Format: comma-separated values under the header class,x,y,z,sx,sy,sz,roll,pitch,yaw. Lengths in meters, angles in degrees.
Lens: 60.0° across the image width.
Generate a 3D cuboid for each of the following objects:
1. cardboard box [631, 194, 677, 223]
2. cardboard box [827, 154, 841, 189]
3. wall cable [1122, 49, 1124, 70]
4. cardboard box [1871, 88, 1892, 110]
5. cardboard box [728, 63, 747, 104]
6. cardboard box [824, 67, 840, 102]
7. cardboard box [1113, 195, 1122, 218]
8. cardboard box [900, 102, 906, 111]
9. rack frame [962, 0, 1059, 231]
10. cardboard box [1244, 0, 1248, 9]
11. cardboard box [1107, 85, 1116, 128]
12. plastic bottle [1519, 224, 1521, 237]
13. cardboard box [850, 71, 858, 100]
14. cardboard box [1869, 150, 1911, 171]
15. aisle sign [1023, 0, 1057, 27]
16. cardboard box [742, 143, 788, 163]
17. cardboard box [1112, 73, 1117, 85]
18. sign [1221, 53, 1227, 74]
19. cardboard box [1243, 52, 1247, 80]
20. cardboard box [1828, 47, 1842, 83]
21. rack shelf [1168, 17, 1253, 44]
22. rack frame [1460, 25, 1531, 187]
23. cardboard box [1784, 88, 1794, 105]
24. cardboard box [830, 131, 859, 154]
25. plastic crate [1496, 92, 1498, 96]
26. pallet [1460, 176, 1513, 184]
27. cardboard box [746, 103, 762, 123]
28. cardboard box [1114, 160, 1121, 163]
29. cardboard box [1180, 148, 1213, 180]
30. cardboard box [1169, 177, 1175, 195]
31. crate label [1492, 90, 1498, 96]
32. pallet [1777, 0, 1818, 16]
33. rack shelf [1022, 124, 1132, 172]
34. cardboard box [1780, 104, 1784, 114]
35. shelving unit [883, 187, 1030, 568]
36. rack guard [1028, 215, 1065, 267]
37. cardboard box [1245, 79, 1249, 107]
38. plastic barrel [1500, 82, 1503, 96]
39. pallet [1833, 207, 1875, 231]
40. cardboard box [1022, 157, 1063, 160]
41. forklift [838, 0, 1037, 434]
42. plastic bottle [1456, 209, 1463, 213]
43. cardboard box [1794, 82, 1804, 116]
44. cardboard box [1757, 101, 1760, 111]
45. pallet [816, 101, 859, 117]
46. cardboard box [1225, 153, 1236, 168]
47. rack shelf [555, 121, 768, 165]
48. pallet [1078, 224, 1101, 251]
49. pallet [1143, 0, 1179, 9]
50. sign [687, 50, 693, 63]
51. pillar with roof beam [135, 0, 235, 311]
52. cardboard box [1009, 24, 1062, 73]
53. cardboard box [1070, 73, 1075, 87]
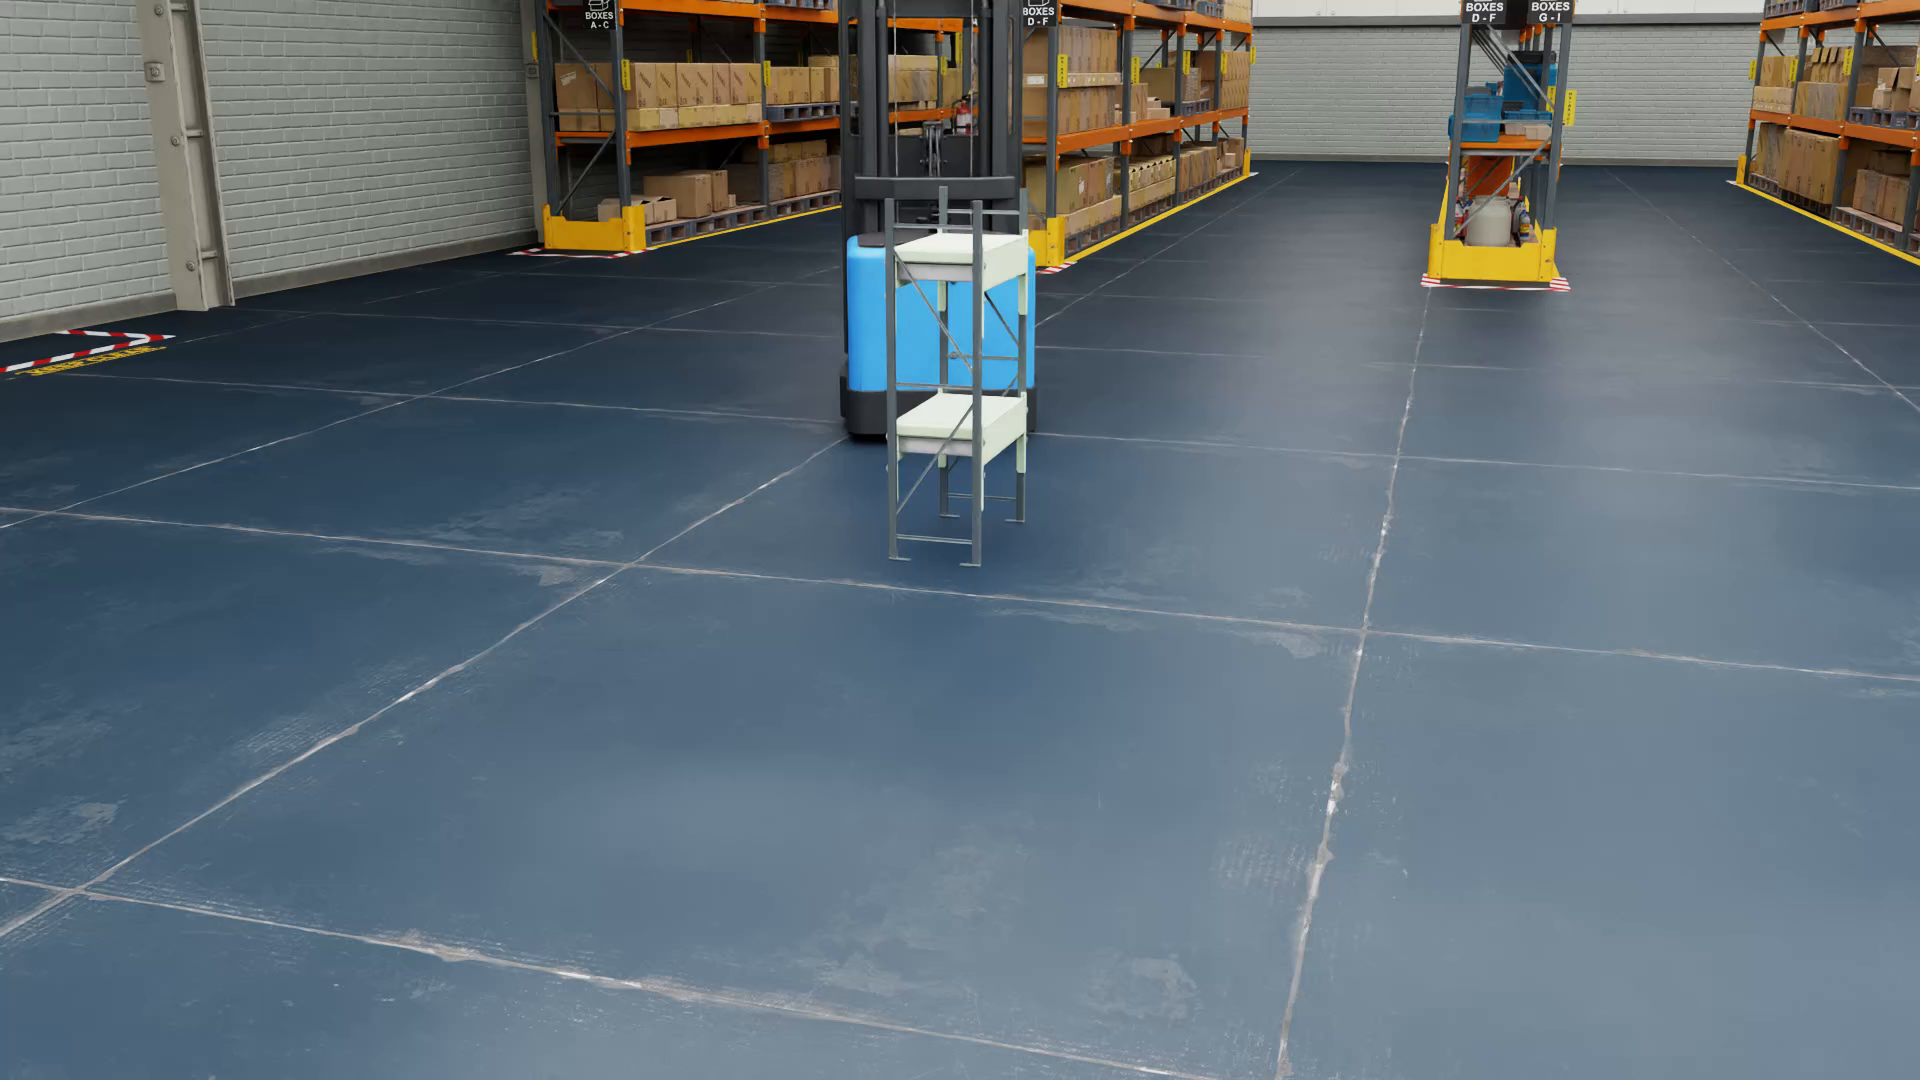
class,x,y,z,sx,sy,sz,roll,pitch,yaw
cardboard box,-3.785,-4.028,20.156,0.500,0.311,0.500,6,17,20
cardboard box,-2.111,-5.697,25.692,0.700,0.500,0.500,5,17,17
wall cable,2.267,-11.817,38.192,3.097,2.526,0.112,5,16,16
cardboard box,11.594,-5.437,20.506,0.500,0.250,0.500,4,16,14
cardboard box,-3.068,-5.853,21.332,0.500,0.500,0.500,5,16,16
cardboard box,-2.214,-6.868,25.056,0.700,0.500,0.500,3,16,11
cardboard box,1.735,-4.191,20.879,0.500,0.250,0.500,5,16,16
cardboard box,-1.134,-7.307,28.019,0.380,0.149,0.250,5,17,18
rack frame,0.520,-4.404,17.359,1.000,3.000,0.127,5,16,16
cardboard box,5.024,-9.916,30.655,0.500,0.250,0.500,5,16,16
cardboard box,1.537,-5.382,20.624,0.700,0.500,0.500,4,16,14
plastic bottle,6.112,-3.362,18.006,0.097,0.201,0.097,0,16,0
cardboard box,-1.573,-7.188,26.410,0.500,0.500,0.500,5,17,18
cardboard box,12.129,-4.920,21.579,0.500,0.250,0.500,5,17,18
aisle sign,0.795,-5.614,16.860,0.394,0.787,0.004,5,16,16
cardboard box,-2.778,-5.513,23.669,0.500,0.250,0.500,4,16,15
cardboard box,1.713,-5.658,20.409,0.380,0.149,0.250,4,16,15
sign,4.464,-8.058,28.121,0.100,0.325,0.005,5,16,16
cardboard box,5.062,-8.849,31.015,0.500,0.500,0.500,5,17,17
cardboard box,12.886,-6.795,23.766,0.797,0.503,0.637,5,17,18
rack shelf,4.499,-9.164,29.961,1.077,0.370,4.000,5,16,16
rack frame,8.679,-7.158,27.070,1.000,3.000,0.127,5,16,16
cardboard box,13.301,-6.981,26.175,0.500,0.250,0.500,4,16,15
cardboard box,-1.622,-6.230,26.967,0.750,0.750,0.750,4,16,15
plastic crate,9.289,-7.515,28.436,0.437,0.282,0.530,5,16,16
pallet,8.850,-6.012,28.139,1.003,0.211,1.213,5,16,16
cardboard box,-2.937,-5.624,21.897,0.500,0.250,0.500,5,16,16
cardboard box,2.075,-5.260,23.620,0.500,0.311,0.500,4,16,14
cardboard box,3.917,-6.273,27.721,0.500,0.500,0.500,5,16,16
cardboard box,2.878,-5.220,24.504,0.500,0.250,0.500,5,17,17
crate label,7.000,-5.890,22.533,0.502,0.435,0.616,5,16,16
pallet,14.018,-8.706,27.192,1.003,0.211,1.213,5,16,16
rack shelf,1.089,-4.581,19.302,1.077,0.370,4.000,5,16,16
cardboard box,13.346,-6.893,26.595,0.380,0.149,0.250,4,16,15
shelving unit,-0.002,-0.720,7.119,0.431,1.500,0.755,5,16,16
rack guard,0.514,-3.195,17.678,1.175,0.500,0.348,5,16,16
cardboard box,5.201,-8.500,31.616,0.500,0.500,0.500,5,17,18
plastic barrel,7.219,-5.669,21.571,0.433,0.535,0.433,0,16,0
pallet,12.067,-4.182,21.686,1.003,0.211,1.213,5,16,16
cardboard box,0.941,-4.332,20.000,0.500,0.500,0.500,5,16,16
forklift,-0.189,-2.338,10.201,1.130,2.935,3.031,-1,16,-4
plastic bottle,5.507,-3.535,18.480,0.152,0.276,0.135,4,16,14
cardboard box,13.057,-6.721,25.346,0.500,0.500,0.500,5,16,16
cardboard box,14.003,-7.498,28.729,0.380,0.149,0.250,4,16,15
pallet,-2.057,-6.593,25.429,1.213,0.211,1.003,5,16,16
cardboard box,4.850,-7.071,30.995,0.500,0.250,0.500,5,16,16
rack shelf,-3.662,-4.964,20.653,1.077,0.370,4.000,5,16,16
pallet,1.046,-3.584,19.578,1.003,0.211,1.213,5,16,16
pallet,2.372,-7.372,22.672,1.003,0.211,1.213,5,17,18
sign,-3.627,-6.433,22.390,0.100,0.325,0.005,5,16,16
pillar with roof beam,-2.438,-6.020,12.062,9.100,9.000,0.400,5,16,16
cardboard box,0.680,-5.211,17.644,0.700,0.500,0.500,5,16,16
cardboard box,1.057,-5.050,18.266,0.380,0.149,0.250,4,16,15
